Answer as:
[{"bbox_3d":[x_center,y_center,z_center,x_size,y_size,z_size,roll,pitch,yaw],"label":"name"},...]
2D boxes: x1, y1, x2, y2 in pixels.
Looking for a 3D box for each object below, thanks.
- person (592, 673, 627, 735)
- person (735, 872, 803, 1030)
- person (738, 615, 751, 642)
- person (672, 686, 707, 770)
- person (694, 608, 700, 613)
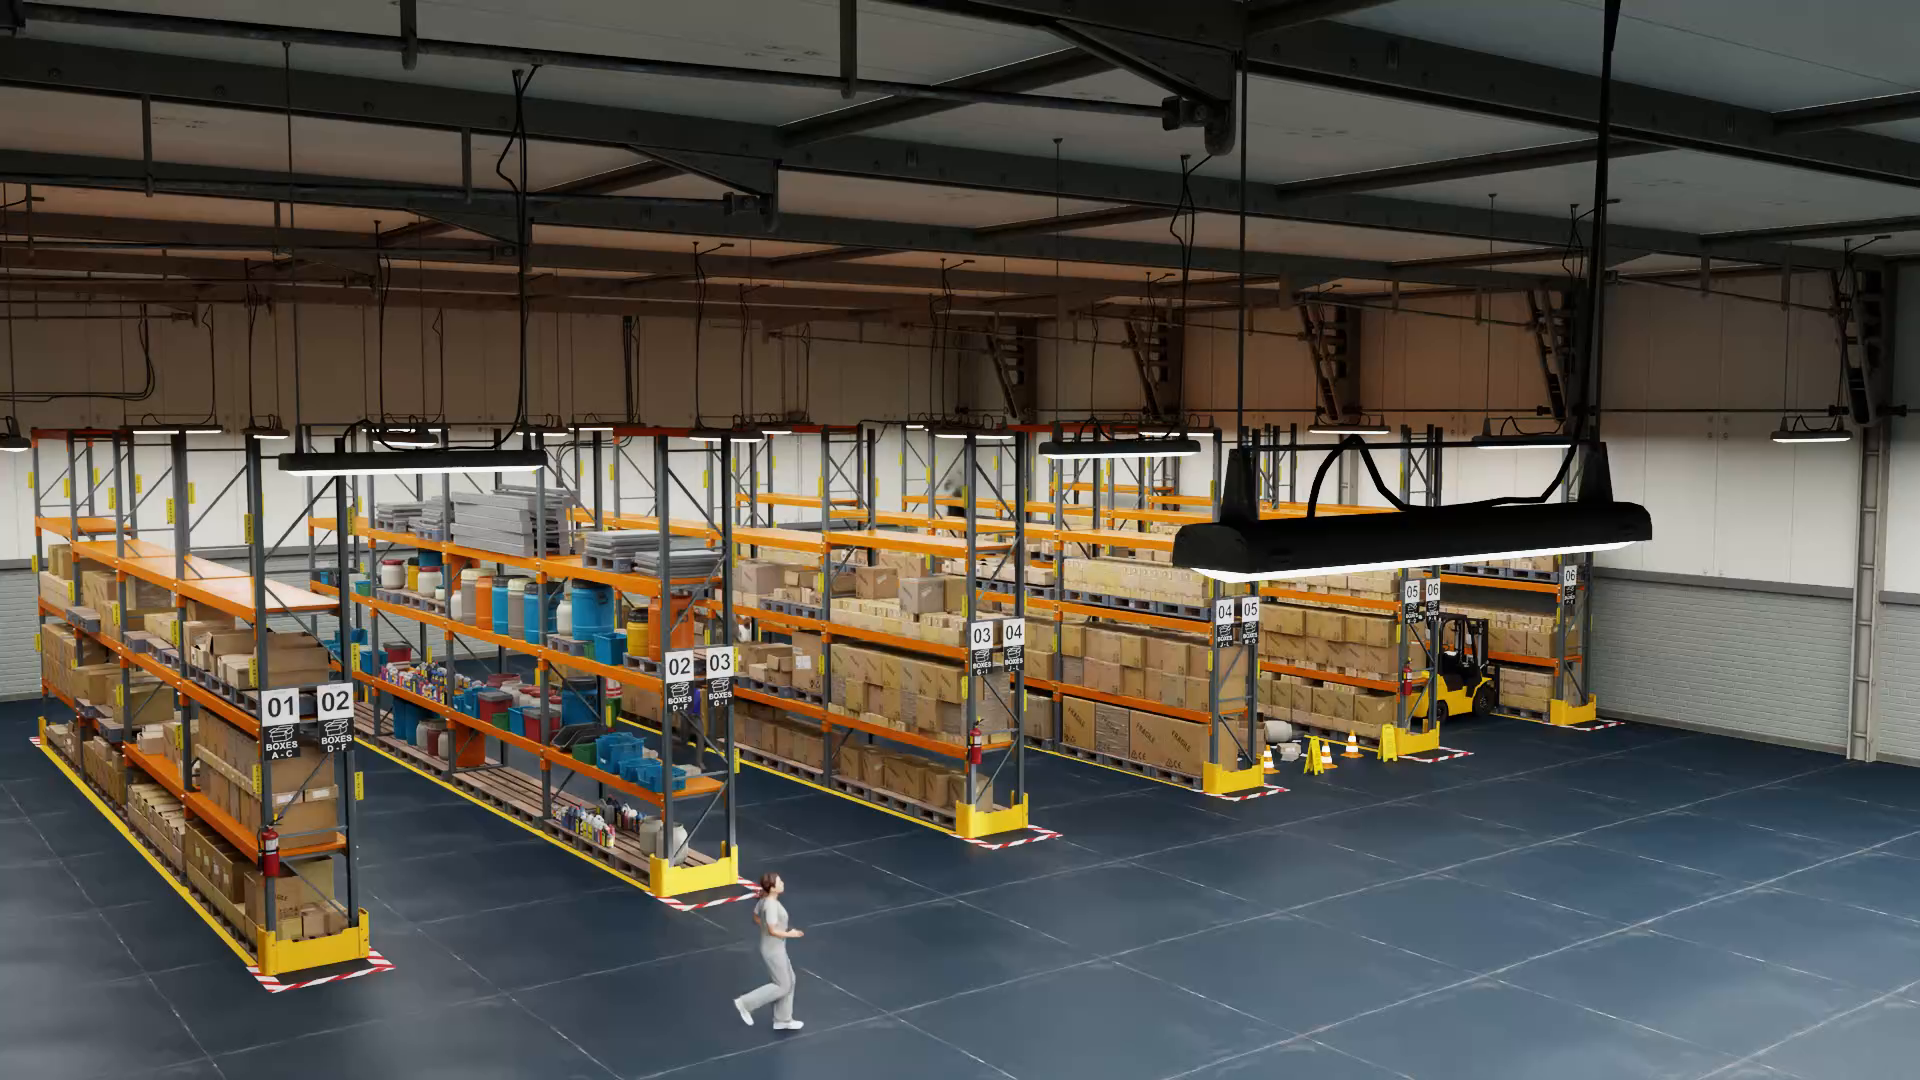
[{"bbox_3d":[-6.518,2.977,31.076,0.655,1.817,0.909,-4,6,-43],"label":"person"},{"bbox_3d":[-1.954,4.181,16.917,0.701,1.634,0.568,-1,5,-15],"label":"person"},{"bbox_3d":[-4.787,2.521,37.232,0.708,1.794,0.860,-3,5,-33],"label":"person"},{"bbox_3d":[-4.797,3.228,29.557,0.557,1.643,0.963,-3,6,-38],"label":"person"},{"bbox_3d":[-6.323,2.448,39.523,0.645,1.675,0.800,-1,5,-12],"label":"person"}]
